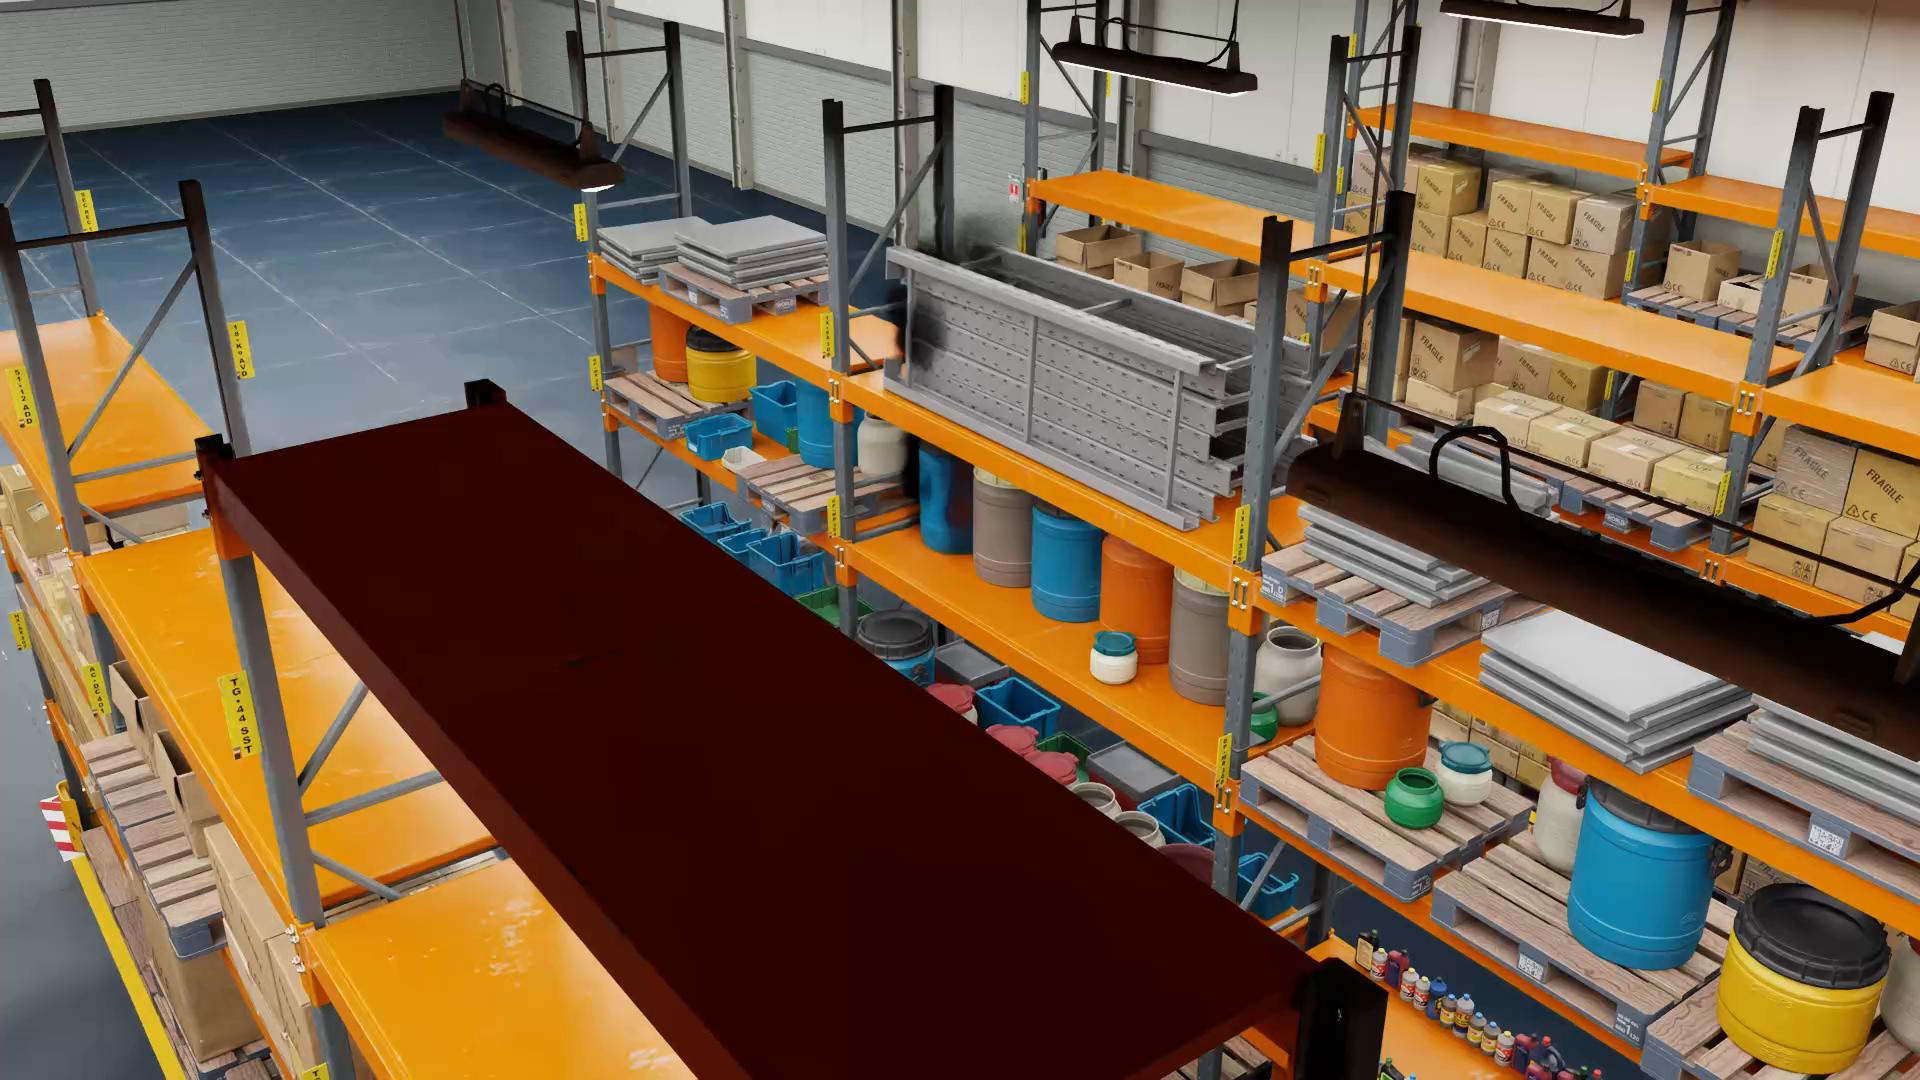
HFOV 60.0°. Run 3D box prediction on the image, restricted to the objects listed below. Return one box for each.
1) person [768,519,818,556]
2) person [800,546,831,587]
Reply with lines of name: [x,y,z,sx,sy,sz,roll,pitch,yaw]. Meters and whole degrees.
person: [-1.638,-0.086,17.049,0.653,1.775,0.691,-10,27,-21]
person: [-1.624,-0.073,17.171,0.575,1.655,0.587,13,28,26]
